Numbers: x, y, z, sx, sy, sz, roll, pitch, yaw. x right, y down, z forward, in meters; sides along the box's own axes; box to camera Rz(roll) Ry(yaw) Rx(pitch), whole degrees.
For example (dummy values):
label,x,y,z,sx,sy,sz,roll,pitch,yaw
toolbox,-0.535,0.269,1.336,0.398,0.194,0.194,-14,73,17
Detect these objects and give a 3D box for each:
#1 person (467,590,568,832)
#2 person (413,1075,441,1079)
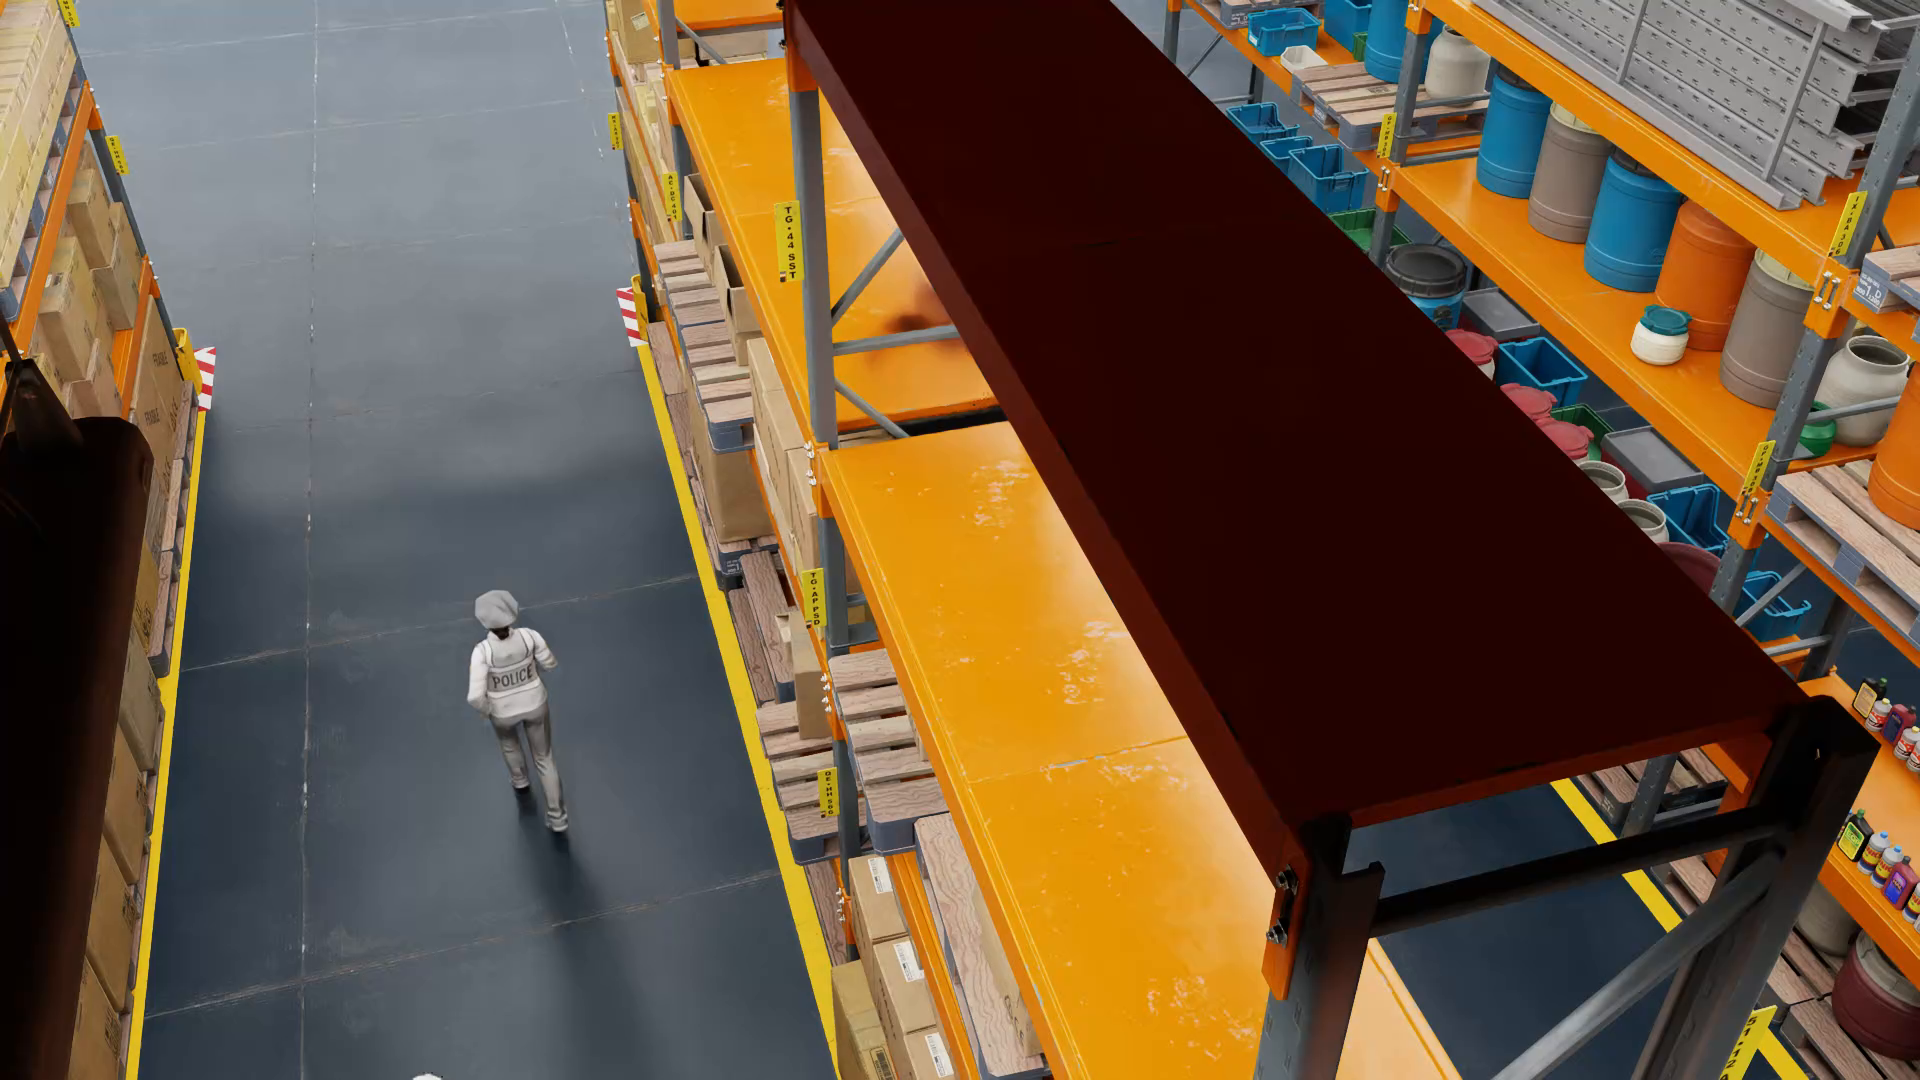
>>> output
label,x,y,z,sx,sy,sz,roll,pitch,yaw
person,-2.683,1.055,10.149,0.570,1.739,0.830,-15,41,-18
person,-2.257,3.068,7.524,0.723,1.795,0.864,-15,41,-18
